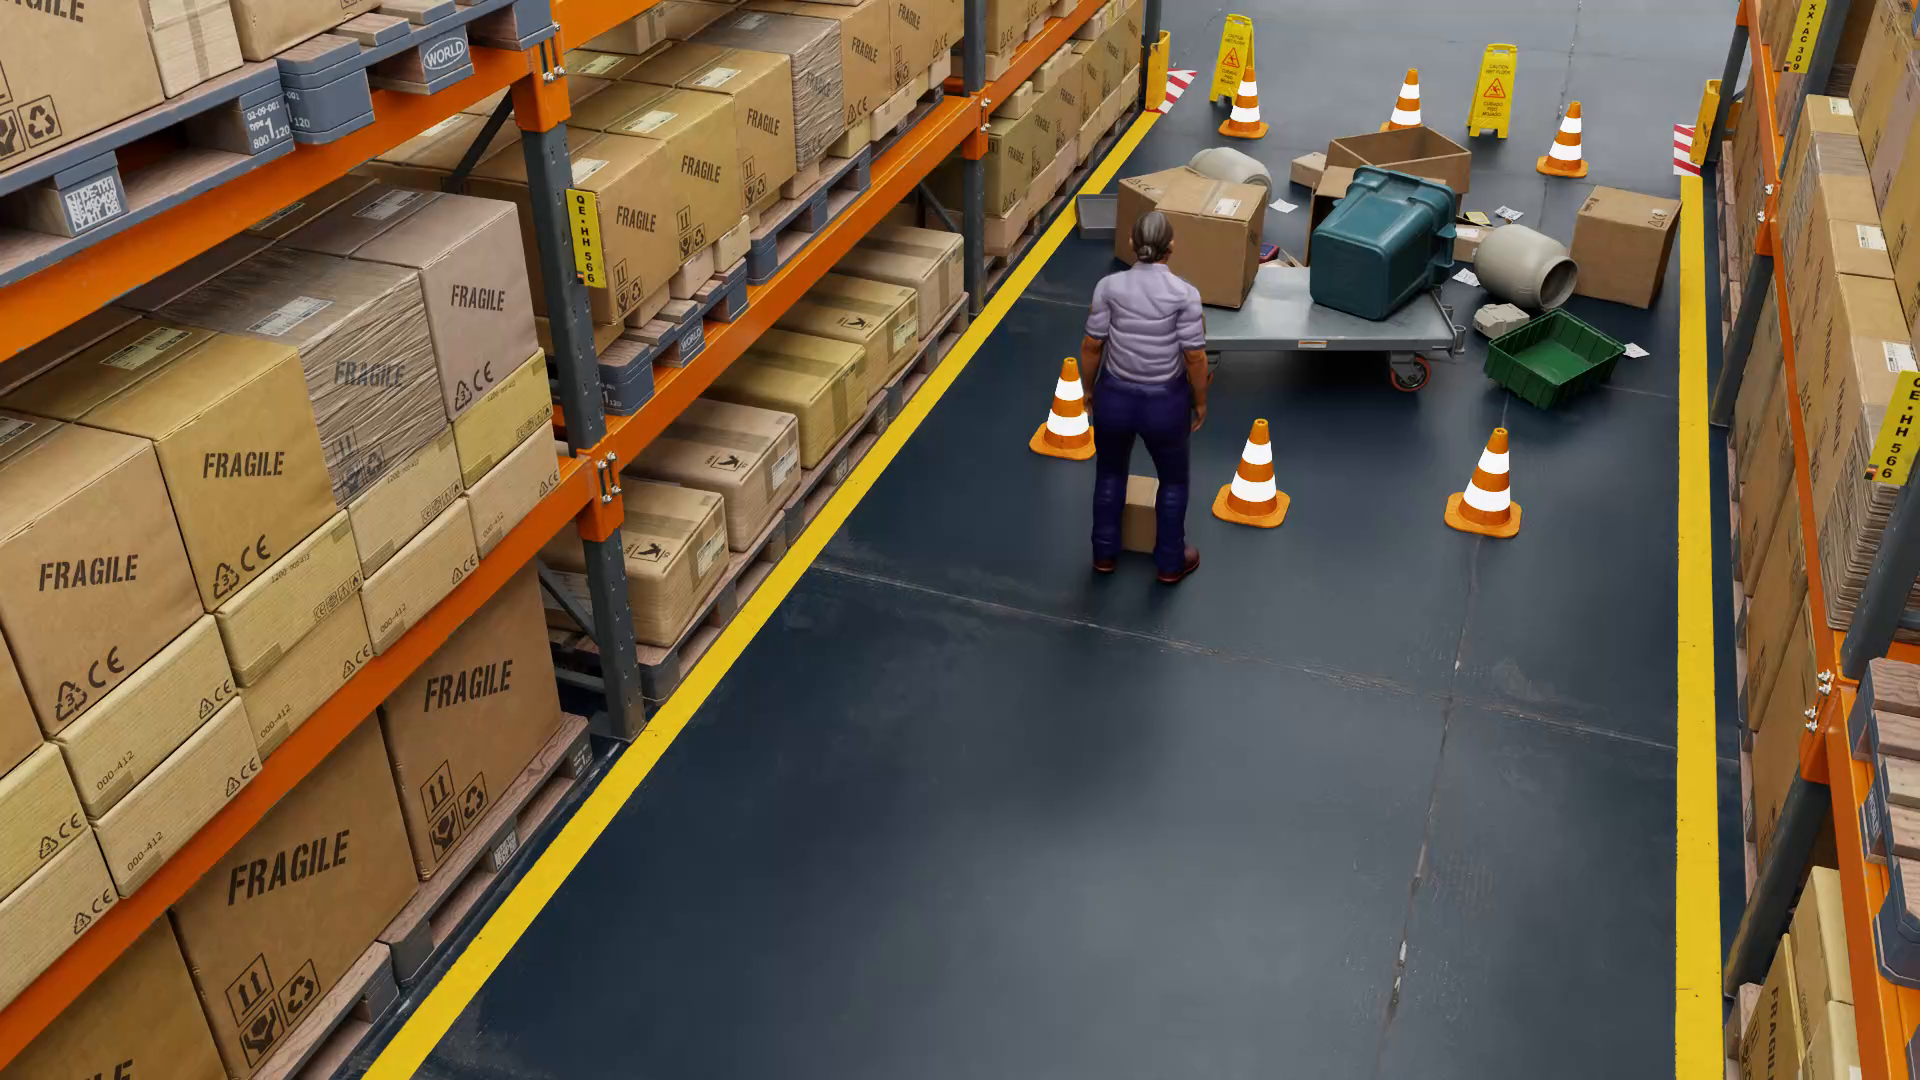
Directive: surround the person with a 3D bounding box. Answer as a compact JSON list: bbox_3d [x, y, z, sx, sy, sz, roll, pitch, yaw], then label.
[{"bbox_3d":[0.781,-0.574,7.016,0.557,1.652,0.364,10,35,15],"label":"person"}]
